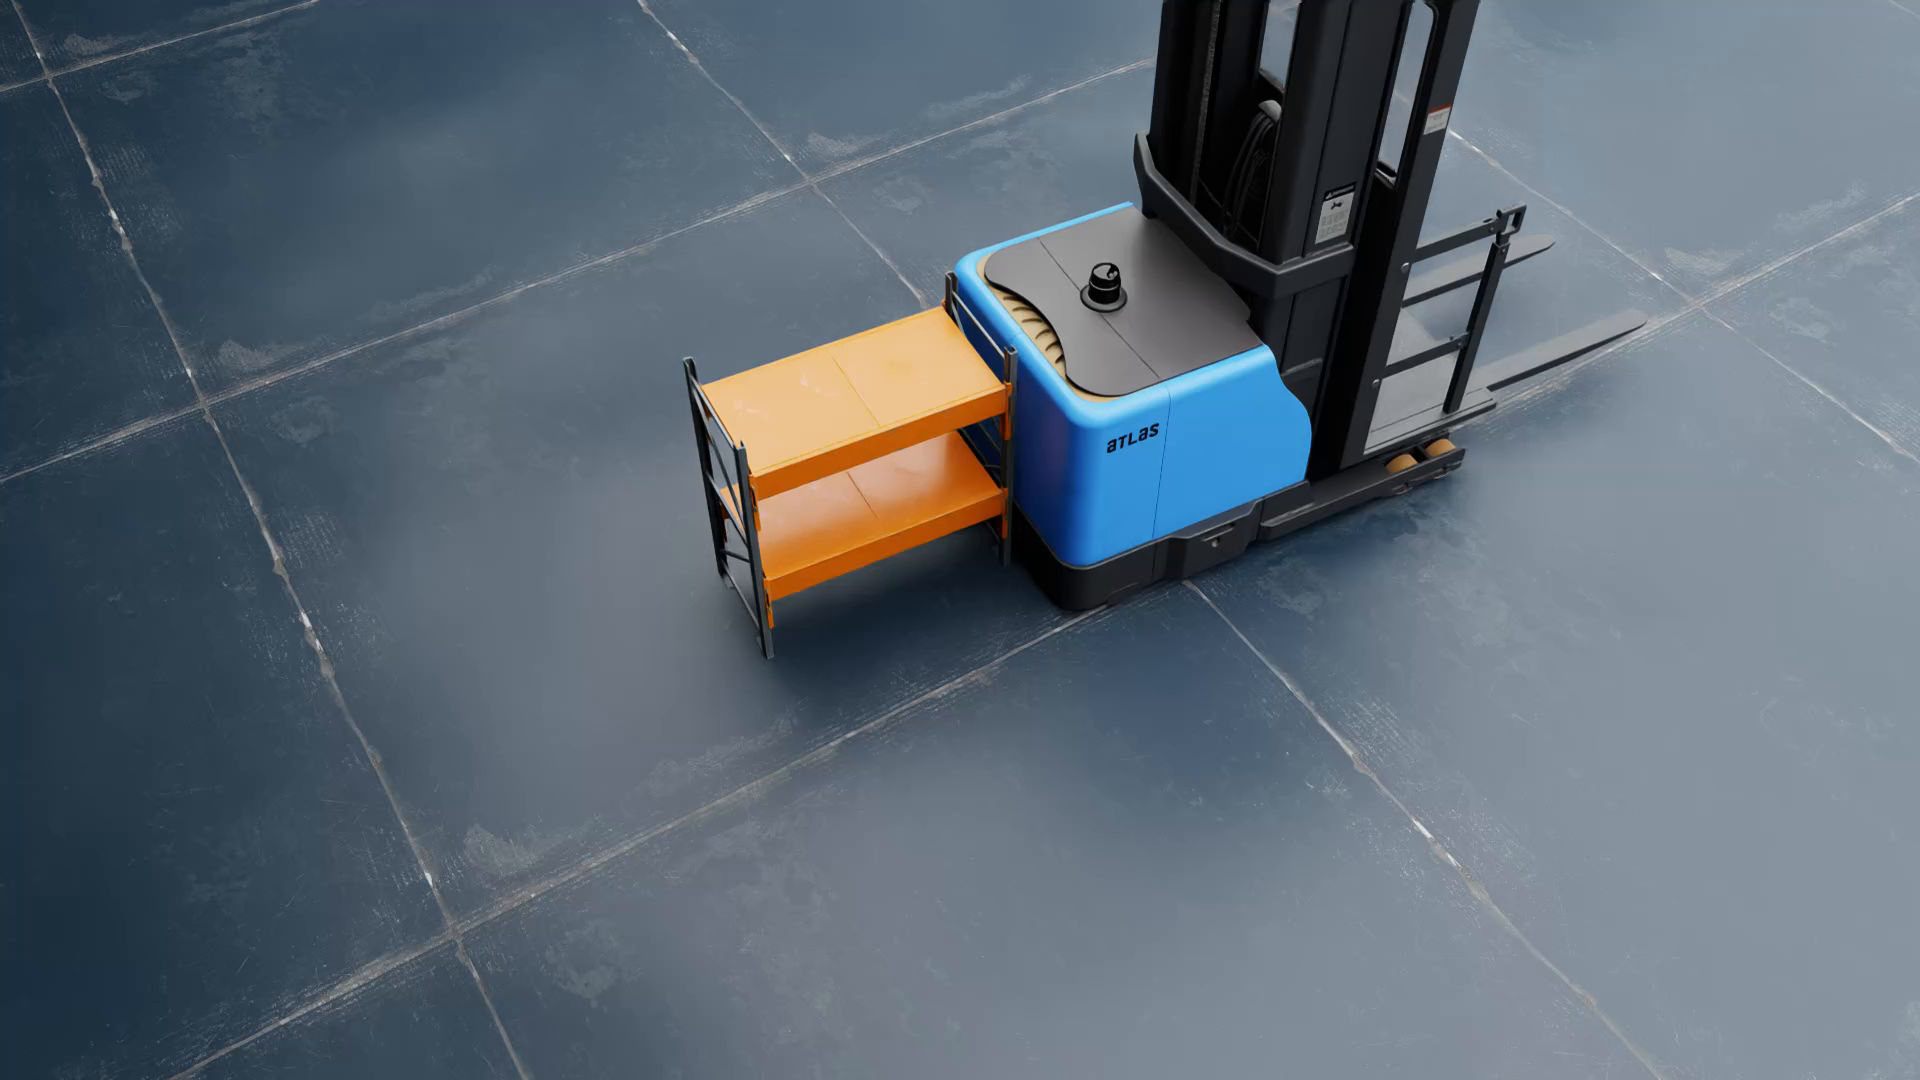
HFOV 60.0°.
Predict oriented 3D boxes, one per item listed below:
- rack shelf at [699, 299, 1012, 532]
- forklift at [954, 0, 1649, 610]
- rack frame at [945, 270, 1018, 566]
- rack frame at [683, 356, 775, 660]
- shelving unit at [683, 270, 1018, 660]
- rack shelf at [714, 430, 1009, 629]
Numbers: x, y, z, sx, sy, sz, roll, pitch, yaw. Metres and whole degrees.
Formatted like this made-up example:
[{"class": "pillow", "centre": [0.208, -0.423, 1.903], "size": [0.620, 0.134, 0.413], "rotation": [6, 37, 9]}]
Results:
[{"class": "rack shelf", "centre": [-0.379, -0.460, 5.960], "size": [1.000, 0.278, 0.538], "rotation": [-21, 52, -18]}, {"class": "forklift", "centre": [1.511, -1.497, 6.066], "size": [3.031, 2.935, 1.130], "rotation": [-21, 52, -18]}, {"class": "rack frame", "centre": [0.073, -0.439, 6.333], "size": [0.032, 1.125, 0.500], "rotation": [-21, 52, -18]}, {"class": "rack frame", "centre": [-0.831, -0.092, 6.024], "size": [0.032, 1.125, 0.500], "rotation": [-21, 52, -18]}, {"class": "shelving unit", "centre": [-0.379, -0.266, 6.179], "size": [1.048, 1.125, 0.538], "rotation": [-21, 52, -18]}, {"class": "rack shelf", "centre": [-0.379, -0.103, 6.361], "size": [1.000, 0.278, 0.538], "rotation": [-21, 52, -18]}]
